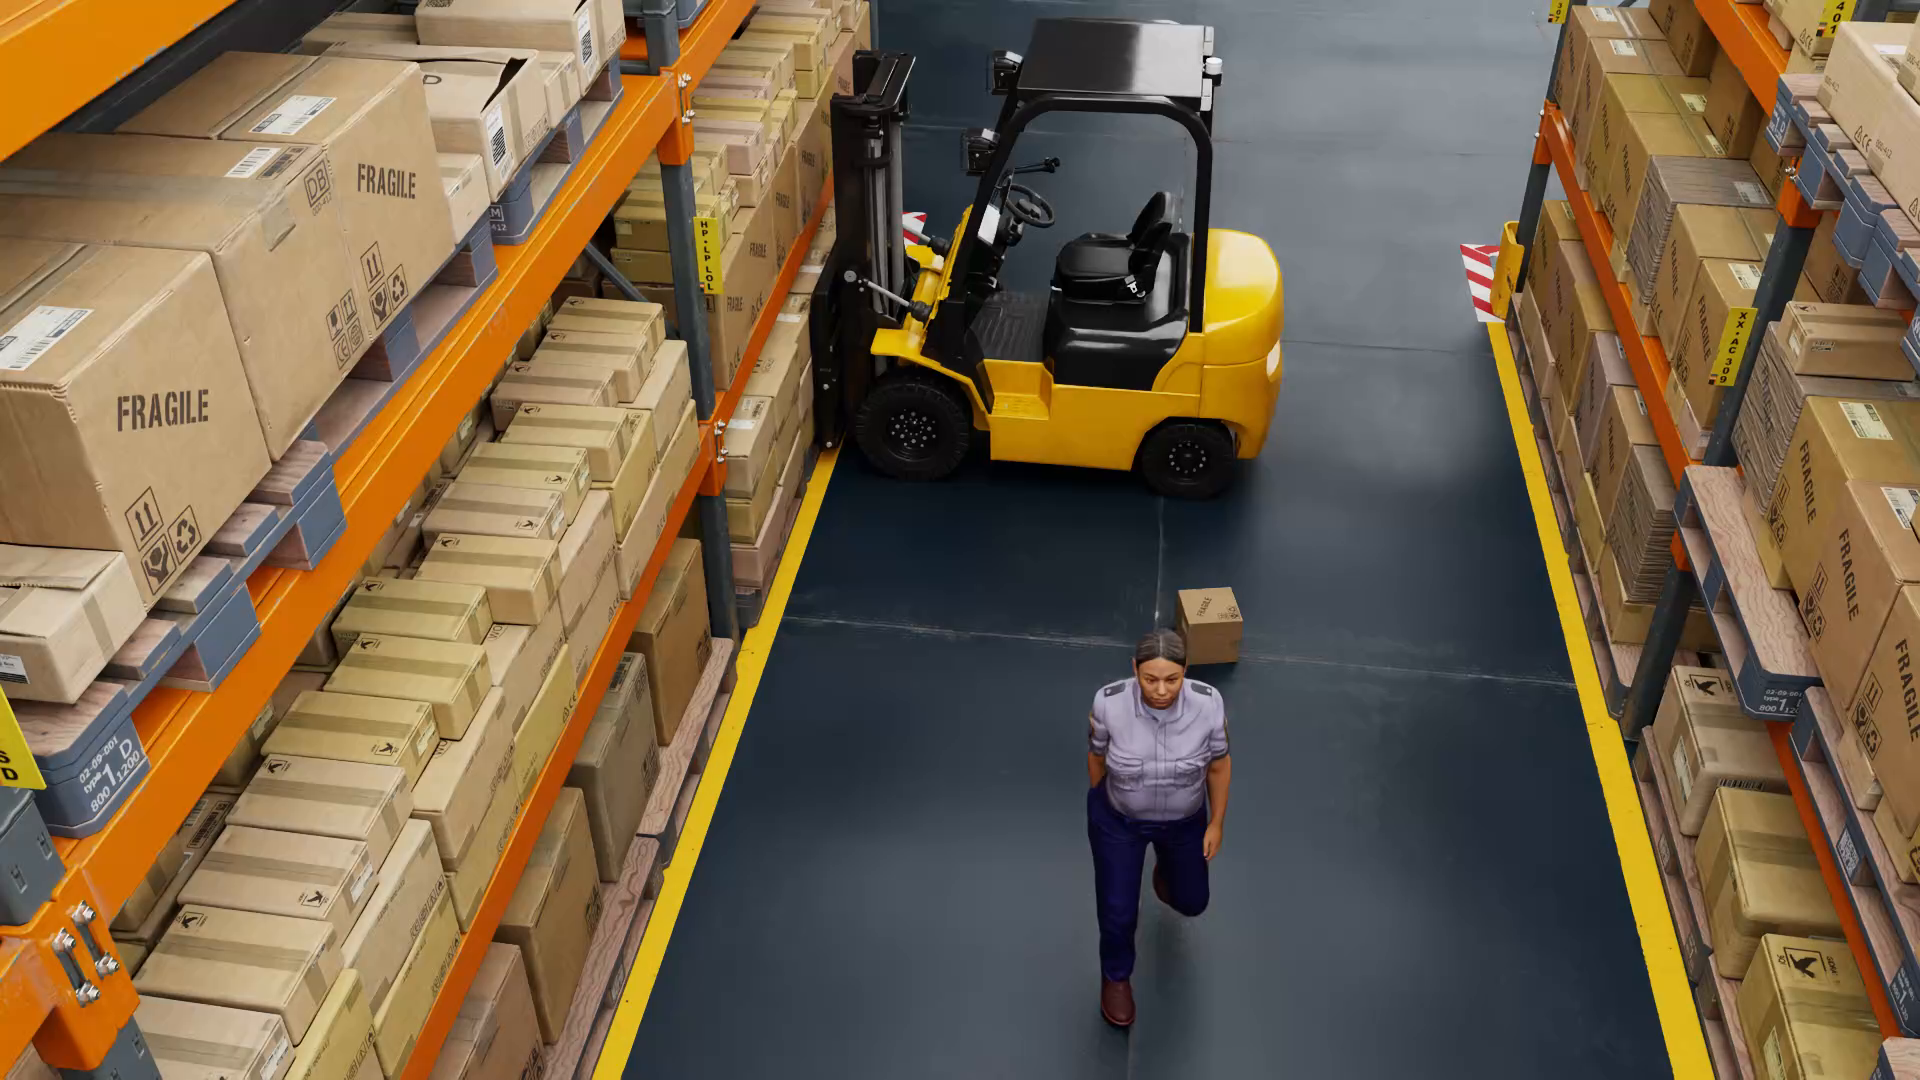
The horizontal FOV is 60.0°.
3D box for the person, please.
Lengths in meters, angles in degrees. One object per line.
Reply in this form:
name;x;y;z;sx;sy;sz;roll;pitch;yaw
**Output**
person;0.670;0.906;5.794;0.484;1.628;0.683;0;36;0
